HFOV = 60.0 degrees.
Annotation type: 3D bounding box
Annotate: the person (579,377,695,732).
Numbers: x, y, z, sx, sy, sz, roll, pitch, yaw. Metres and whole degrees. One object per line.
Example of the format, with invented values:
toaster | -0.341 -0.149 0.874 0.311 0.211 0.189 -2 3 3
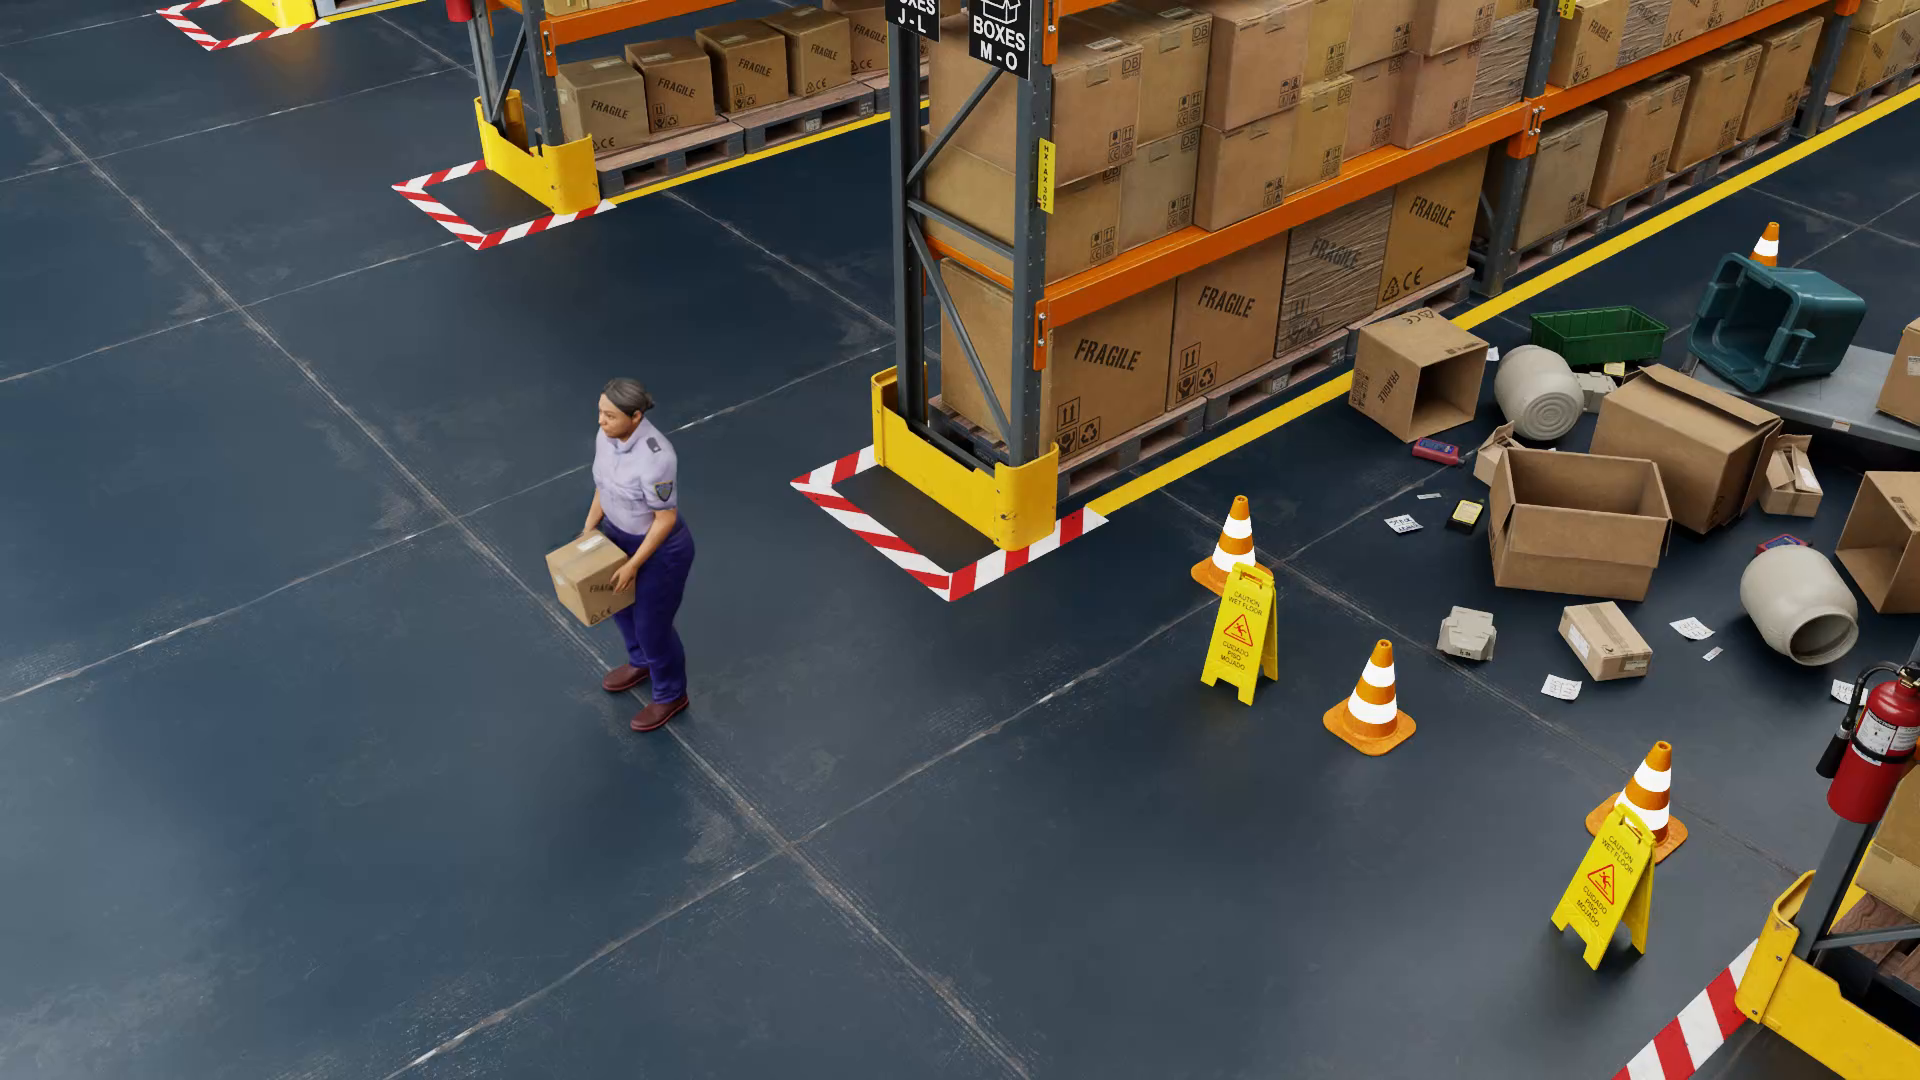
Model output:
person | -1.368 0.039 7.025 0.423 1.656 0.503 -27 44 -32
